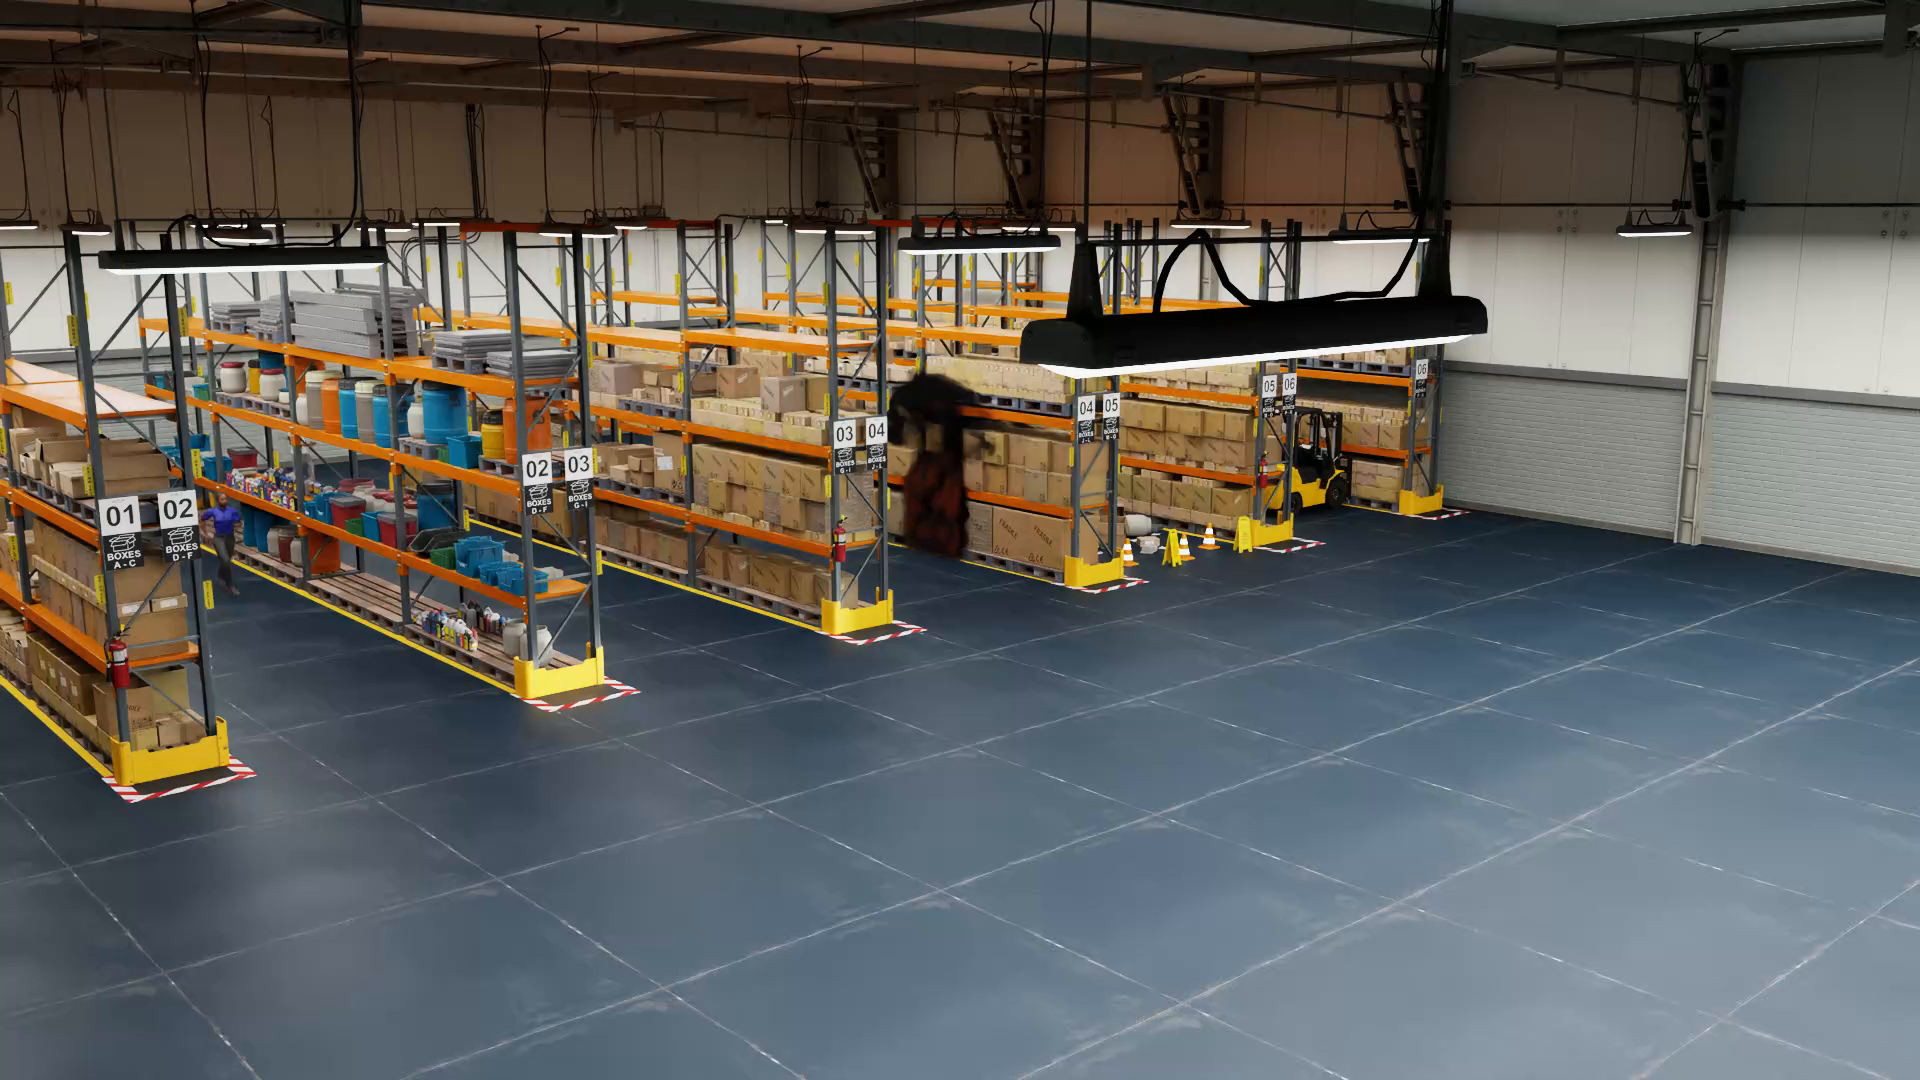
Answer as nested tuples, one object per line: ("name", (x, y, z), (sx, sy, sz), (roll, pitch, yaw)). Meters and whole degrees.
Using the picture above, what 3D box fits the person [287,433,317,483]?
("person", (-14.692, -1.899, 37.027), (0.837, 1.744, 0.584), (-5, 12, -24))

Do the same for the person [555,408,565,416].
("person", (-9.422, -2.358, 39.220), (0.760, 1.703, 0.680), (-3, 12, -14))

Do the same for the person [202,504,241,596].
("person", (-12.123, 0.136, 27.429), (0.866, 1.479, 0.519), (10, 15, 40))
